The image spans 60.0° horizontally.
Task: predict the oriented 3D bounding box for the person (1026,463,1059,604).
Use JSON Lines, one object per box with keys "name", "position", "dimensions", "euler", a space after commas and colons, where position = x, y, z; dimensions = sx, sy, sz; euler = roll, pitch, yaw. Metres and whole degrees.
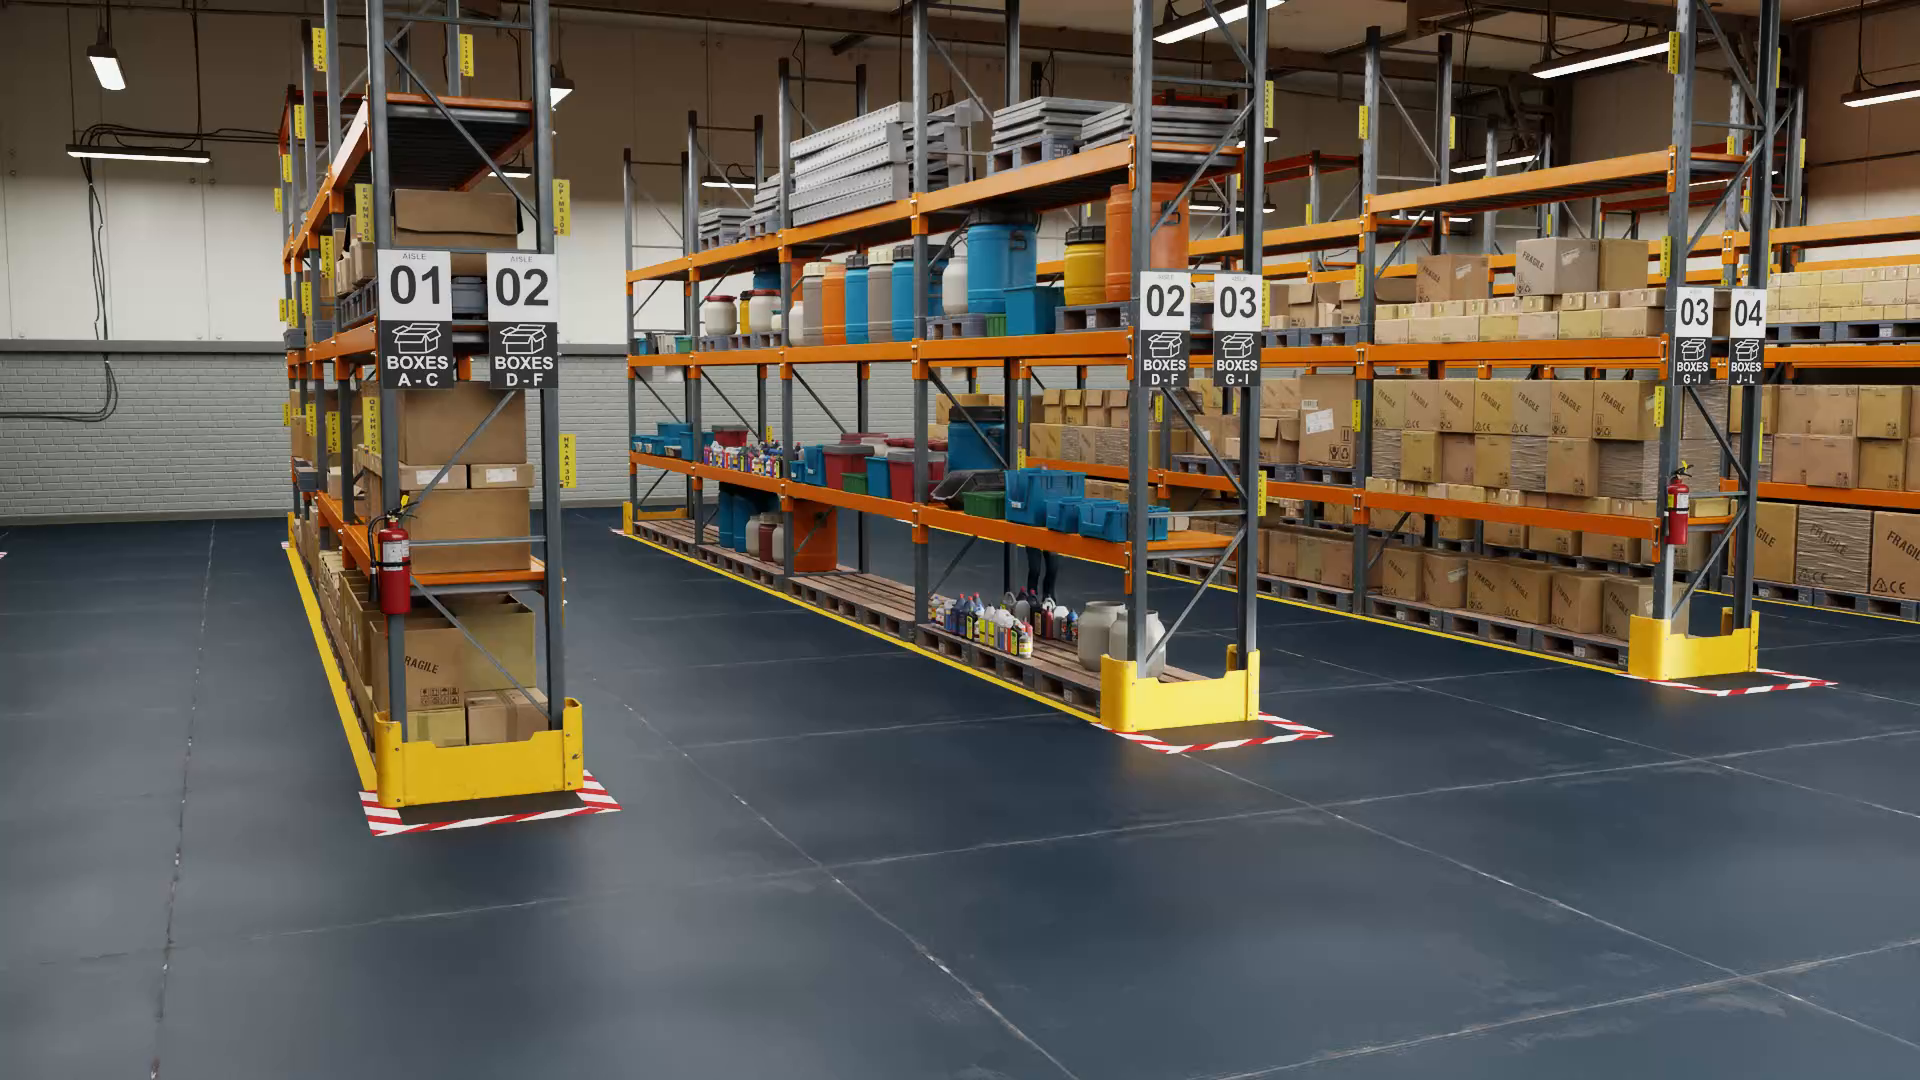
{"name": "person", "position": [0.887, 0.000, 17.241], "dimensions": [0.404, 1.591, 0.490], "euler": [-2, 6, -23]}
